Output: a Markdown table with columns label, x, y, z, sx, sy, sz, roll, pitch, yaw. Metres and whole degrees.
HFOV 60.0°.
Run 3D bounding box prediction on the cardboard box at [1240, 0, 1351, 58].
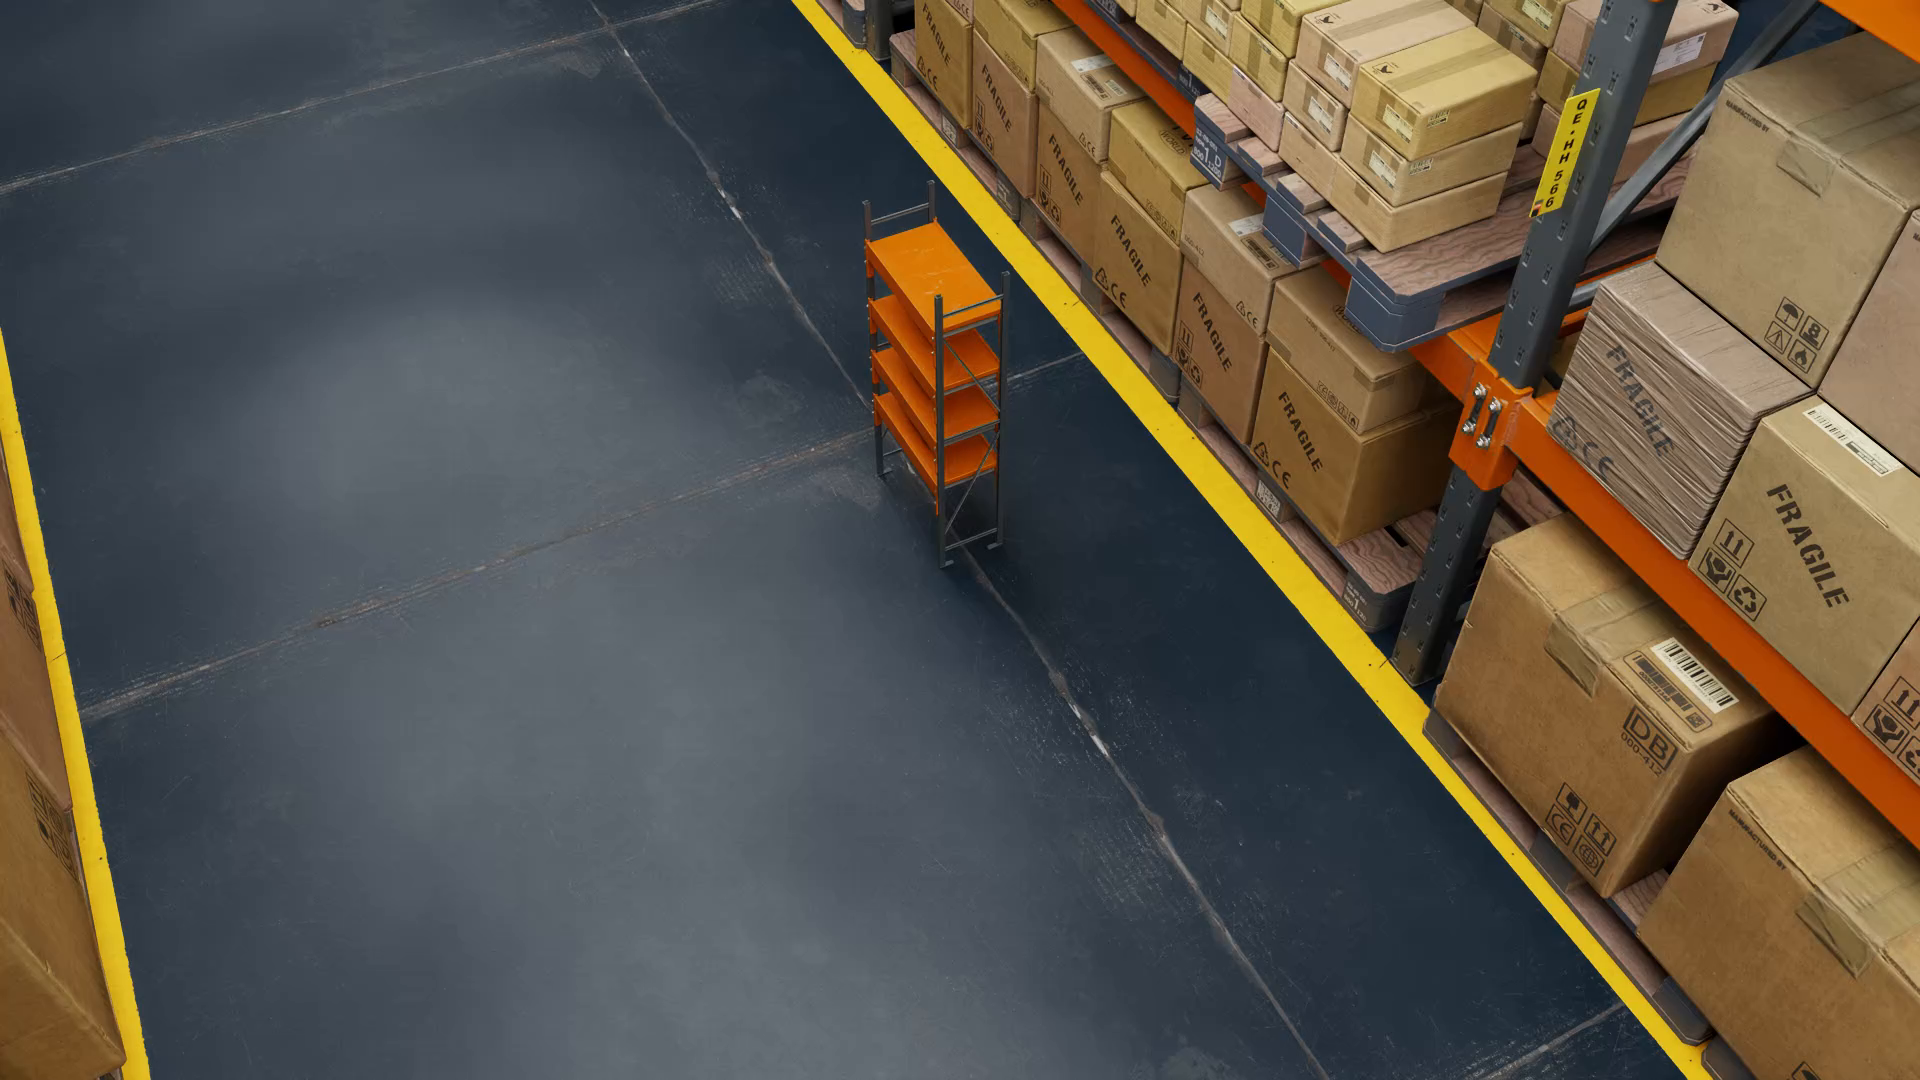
| label | x | y | z | sx | sy | sz | roll | pitch | yaw |
| --- | --- | --- | --- | --- | --- | --- | --- | --- | --- |
| cardboard box | 1.001 | -1.487 | 4.551 | 0.380 | 0.149 | 0.250 | -20 | 52 | -16 |

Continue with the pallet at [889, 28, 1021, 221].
| label | x | y | z | sx | sy | sz | roll | pitch | yaw |
| --- | --- | --- | --- | --- | --- | --- | --- | --- | --- |
| pallet | 0.393 | -1.960 | 7.324 | 1.003 | 0.211 | 1.213 | -21 | 52 | -18 |

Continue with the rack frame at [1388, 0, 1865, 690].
| label | x | y | z | sx | sy | sz | roll | pitch | yaw |
| --- | --- | --- | --- | --- | --- | --- | --- | --- | --- |
| rack frame | 1.865 | -0.722 | 4.389 | 1.000 | 3.000 | 0.127 | -21 | 52 | -18 |

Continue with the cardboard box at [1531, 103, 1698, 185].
| label | x | y | z | sx | sy | sz | roll | pitch | yaw |
| --- | --- | --- | --- | --- | --- | --- | --- | --- | --- |
| cardboard box | 1.840 | -1.146 | 4.648 | 0.380 | 0.149 | 0.250 | -22 | 52 | -18 |

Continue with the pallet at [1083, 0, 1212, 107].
| label | x | y | z | sx | sy | sz | roll | pitch | yaw |
| --- | --- | --- | --- | --- | --- | --- | --- | --- | --- |
| pallet | 0.923 | -1.969 | 5.607 | 1.003 | 0.211 | 1.213 | -21 | 52 | -18 |

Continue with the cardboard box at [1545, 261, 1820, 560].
| label | x | y | z | sx | sy | sz | roll | pitch | yaw |
| --- | --- | --- | --- | --- | --- | --- | --- | --- | --- |
| cardboard box | 1.831 | -0.361 | 4.007 | 0.500 | 0.500 | 0.500 | -21 | 52 | -17 |

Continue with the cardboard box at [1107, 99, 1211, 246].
| label | x | y | z | sx | sy | sz | roll | pitch | yaw |
| --- | --- | --- | --- | --- | --- | --- | --- | --- | --- |
| cardboard box | 0.860 | -1.331 | 5.805 | 0.500 | 0.250 | 0.500 | -20 | 52 | -17 |

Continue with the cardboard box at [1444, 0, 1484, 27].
| label | x | y | z | sx | sy | sz | roll | pitch | yaw |
| --- | --- | --- | --- | --- | --- | --- | --- | --- | --- |
| cardboard box | 1.572 | -1.626 | 4.870 | 0.380 | 0.149 | 0.250 | -23 | 53 | -19 |

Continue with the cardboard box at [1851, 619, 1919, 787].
| label | x | y | z | sx | sy | sz | roll | pitch | yaw |
| --- | --- | --- | --- | --- | --- | --- | --- | --- | --- |
| cardboard box | 2.296 | 0.316 | 3.415 | 0.500 | 0.500 | 0.500 | -21 | 52 | -18 |

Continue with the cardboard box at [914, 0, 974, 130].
| label | x | y | z | sx | sy | sz | roll | pitch | yaw |
| --- | --- | --- | --- | --- | --- | --- | --- | --- | --- |
| cardboard box | 0.137 | -2.128 | 7.000 | 0.500 | 0.500 | 0.500 | -19 | 52 | -16 |

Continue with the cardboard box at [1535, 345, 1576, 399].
| label | x | y | z | sx | sy | sz | roll | pitch | yaw |
| --- | --- | --- | --- | --- | --- | --- | --- | --- | --- |
| cardboard box | 1.768 | -0.598 | 5.662 | 0.500 | 0.500 | 0.500 | -23 | 53 | -19 |

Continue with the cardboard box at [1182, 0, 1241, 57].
| label | x | y | z | sx | sy | sz | roll | pitch | yaw |
| --- | --- | --- | --- | --- | --- | --- | --- | --- | --- |
| cardboard box | 0.874 | -1.570 | 4.821 | 0.380 | 0.149 | 0.250 | -21 | 52 | -17 |

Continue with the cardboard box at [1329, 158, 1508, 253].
| label | x | y | z | sx | sy | sz | roll | pitch | yaw |
| --- | --- | --- | --- | --- | --- | --- | --- | --- | --- |
| cardboard box | 1.231 | -0.949 | 4.475 | 0.380 | 0.149 | 0.250 | -20 | 52 | -17 |

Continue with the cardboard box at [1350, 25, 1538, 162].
| label | x | y | z | sx | sy | sz | roll | pitch | yaw |
| --- | --- | --- | --- | --- | --- | --- | --- | --- | --- |
| cardboard box | 1.233 | -1.143 | 4.250 | 0.380 | 0.149 | 0.250 | -23 | 53 | -19 |

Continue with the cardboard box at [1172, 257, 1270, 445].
| label | x | y | z | sx | sy | sz | roll | pitch | yaw |
| --- | --- | --- | --- | --- | --- | --- | --- | --- | --- |
| cardboard box | 1.098 | -0.736 | 5.783 | 0.500 | 0.500 | 0.500 | -19 | 52 | -16 |

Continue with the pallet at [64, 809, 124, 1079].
| label | x | y | z | sx | sy | sz | roll | pitch | yaw |
| --- | --- | --- | --- | --- | --- | --- | --- | --- | --- |
| pallet | -2.885 | 1.283 | 4.487 | 1.003 | 0.211 | 1.213 | -21 | 52 | -18 |

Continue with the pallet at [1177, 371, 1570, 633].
| label | x | y | z | sx | sy | sz | roll | pitch | yaw |
| --- | --- | --- | --- | --- | --- | --- | --- | --- | --- |
| pallet | 1.509 | -0.327 | 5.896 | 1.003 | 0.211 | 1.213 | -21 | 52 | -18 |

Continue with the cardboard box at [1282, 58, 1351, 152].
| label | x | y | z | sx | sy | sz | roll | pitch | yaw |
| --- | --- | --- | --- | --- | --- | --- | --- | --- | --- |
| cardboard box | 1.111 | -1.227 | 4.521 | 0.380 | 0.149 | 0.250 | -19 | 52 | -16 |

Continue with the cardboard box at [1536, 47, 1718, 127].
| label | x | y | z | sx | sy | sz | roll | pitch | yaw |
| --- | --- | --- | --- | --- | --- | --- | --- | --- | --- |
| cardboard box | 1.823 | -1.268 | 4.556 | 0.380 | 0.149 | 0.250 | -19 | 52 | -16 |

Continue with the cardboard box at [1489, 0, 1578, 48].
| label | x | y | z | sx | sy | sz | roll | pitch | yaw |
| --- | --- | --- | --- | --- | --- | --- | --- | --- | --- |
| cardboard box | 1.701 | -1.528 | 4.586 | 0.380 | 0.149 | 0.250 | -22 | 53 | -18 |

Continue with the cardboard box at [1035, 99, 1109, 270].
| label | x | y | z | sx | sy | sz | roll | pitch | yaw |
| --- | --- | --- | --- | --- | --- | --- | --- | --- | --- |
| cardboard box | 0.633 | -1.429 | 6.389 | 0.500 | 0.500 | 0.500 | -20 | 52 | -17 |

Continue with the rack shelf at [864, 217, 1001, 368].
| label | x | y | z | sx | sy | sz | roll | pitch | yaw |
| --- | --- | --- | --- | --- | --- | --- | --- | --- | --- |
| rack shelf | -0.076 | -0.764 | 5.099 | 0.258 | 0.148 | 0.480 | -21 | 52 | -18 |

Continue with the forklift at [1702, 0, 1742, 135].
| label | x | y | z | sx | sy | sz | roll | pitch | yaw |
| --- | --- | --- | --- | --- | --- | --- | --- | --- | --- |
| forklift | 2.522 | -2.623 | 6.097 | 1.130 | 2.935 | 3.031 | -22 | 52 | -18 |

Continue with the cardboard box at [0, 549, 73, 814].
| label | x | y | z | sx | sy | sz | roll | pitch | yaw |
| --- | --- | --- | --- | --- | --- | --- | --- | --- | --- |
| cardboard box | -3.289 | 0.412 | 4.529 | 1.225 | 0.875 | 0.875 | -21 | 52 | -17 |

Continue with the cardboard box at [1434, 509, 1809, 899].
| label | x | y | z | sx | sy | sz | roll | pitch | yaw |
| --- | --- | --- | --- | --- | --- | --- | --- | --- | --- |
| cardboard box | 2.064 | 0.319 | 4.694 | 1.050 | 0.750 | 0.750 | -22 | 52 | -18 |

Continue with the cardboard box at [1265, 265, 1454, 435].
| label | x | y | z | sx | sy | sz | roll | pitch | yaw |
| --- | --- | --- | --- | --- | --- | --- | --- | --- | --- |
| cardboard box | 1.319 | -0.651 | 5.210 | 0.500 | 0.250 | 0.500 | -22 | 52 | -18 |

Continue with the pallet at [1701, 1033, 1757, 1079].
| label | x | y | z | sx | sy | sz | roll | pitch | yaw |
| --- | --- | --- | --- | --- | --- | --- | --- | --- | --- |
| pallet | 2.713 | 1.565 | 4.241 | 1.003 | 0.211 | 1.213 | -21 | 52 | -18 |

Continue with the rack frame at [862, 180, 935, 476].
| label | x | y | z | sx | sy | sz | roll | pitch | yaw |
| --- | --- | --- | --- | --- | --- | --- | --- | --- | --- |
| rack frame | -0.187 | -0.669 | 5.538 | 0.240 | 1.200 | 0.015 | -21 | 52 | -18 |

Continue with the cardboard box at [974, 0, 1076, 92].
| label | x | y | z | sx | sy | sz | roll | pitch | yaw |
| --- | --- | --- | --- | --- | --- | --- | --- | --- | --- |
| cardboard box | 0.384 | -2.020 | 6.407 | 0.500 | 0.250 | 0.500 | -20 | 52 | -17 |

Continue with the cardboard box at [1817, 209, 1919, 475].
| label | x | y | z | sx | sy | sz | roll | pitch | yaw |
| --- | --- | --- | --- | --- | --- | --- | --- | --- | --- |
| cardboard box | 2.295 | -0.442 | 3.413 | 0.700 | 0.500 | 0.500 | -22 | 52 | -18 |

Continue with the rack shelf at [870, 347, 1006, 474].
| label | x | y | z | sx | sy | sz | roll | pitch | yaw |
| --- | --- | --- | --- | --- | --- | --- | --- | --- | --- |
| rack shelf | -0.076 | -0.462 | 5.446 | 0.258 | 0.148 | 0.480 | -21 | 52 | -18 |

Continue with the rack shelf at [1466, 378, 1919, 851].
| label | x | y | z | sx | sy | sz | roll | pitch | yaw |
| --- | --- | --- | --- | --- | --- | --- | --- | --- | --- |
| rack shelf | 2.781 | 0.854 | 3.489 | 1.077 | 0.370 | 4.000 | -21 | 52 | -18 |

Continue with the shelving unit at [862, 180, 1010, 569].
| label | x | y | z | sx | sy | sz | roll | pitch | yaw |
| --- | --- | --- | --- | --- | --- | --- | --- | --- | --- |
| shelving unit | -0.076 | -0.506 | 5.395 | 0.258 | 1.200 | 0.503 | -21 | 52 | -18 |

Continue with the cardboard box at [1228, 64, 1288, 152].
| label | x | y | z | sx | sy | sz | roll | pitch | yaw |
| --- | --- | --- | --- | --- | --- | --- | --- | --- | --- |
| cardboard box | 1.001 | -1.288 | 4.772 | 0.380 | 0.149 | 0.250 | -20 | 52 | -17 |

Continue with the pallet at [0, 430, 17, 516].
| label | x | y | z | sx | sy | sz | roll | pitch | yaw |
| --- | --- | --- | --- | --- | --- | --- | --- | --- | --- |
| pallet | -4.001 | -0.350 | 5.916 | 1.003 | 0.211 | 1.213 | -21 | 52 | -18 |

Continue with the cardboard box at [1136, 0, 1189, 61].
| label | x | y | z | sx | sy | sz | roll | pitch | yaw |
| --- | --- | --- | --- | --- | --- | --- | --- | --- | --- |
| cardboard box | 0.766 | -1.636 | 5.076 | 0.380 | 0.149 | 0.250 | -23 | 53 | -19 |
